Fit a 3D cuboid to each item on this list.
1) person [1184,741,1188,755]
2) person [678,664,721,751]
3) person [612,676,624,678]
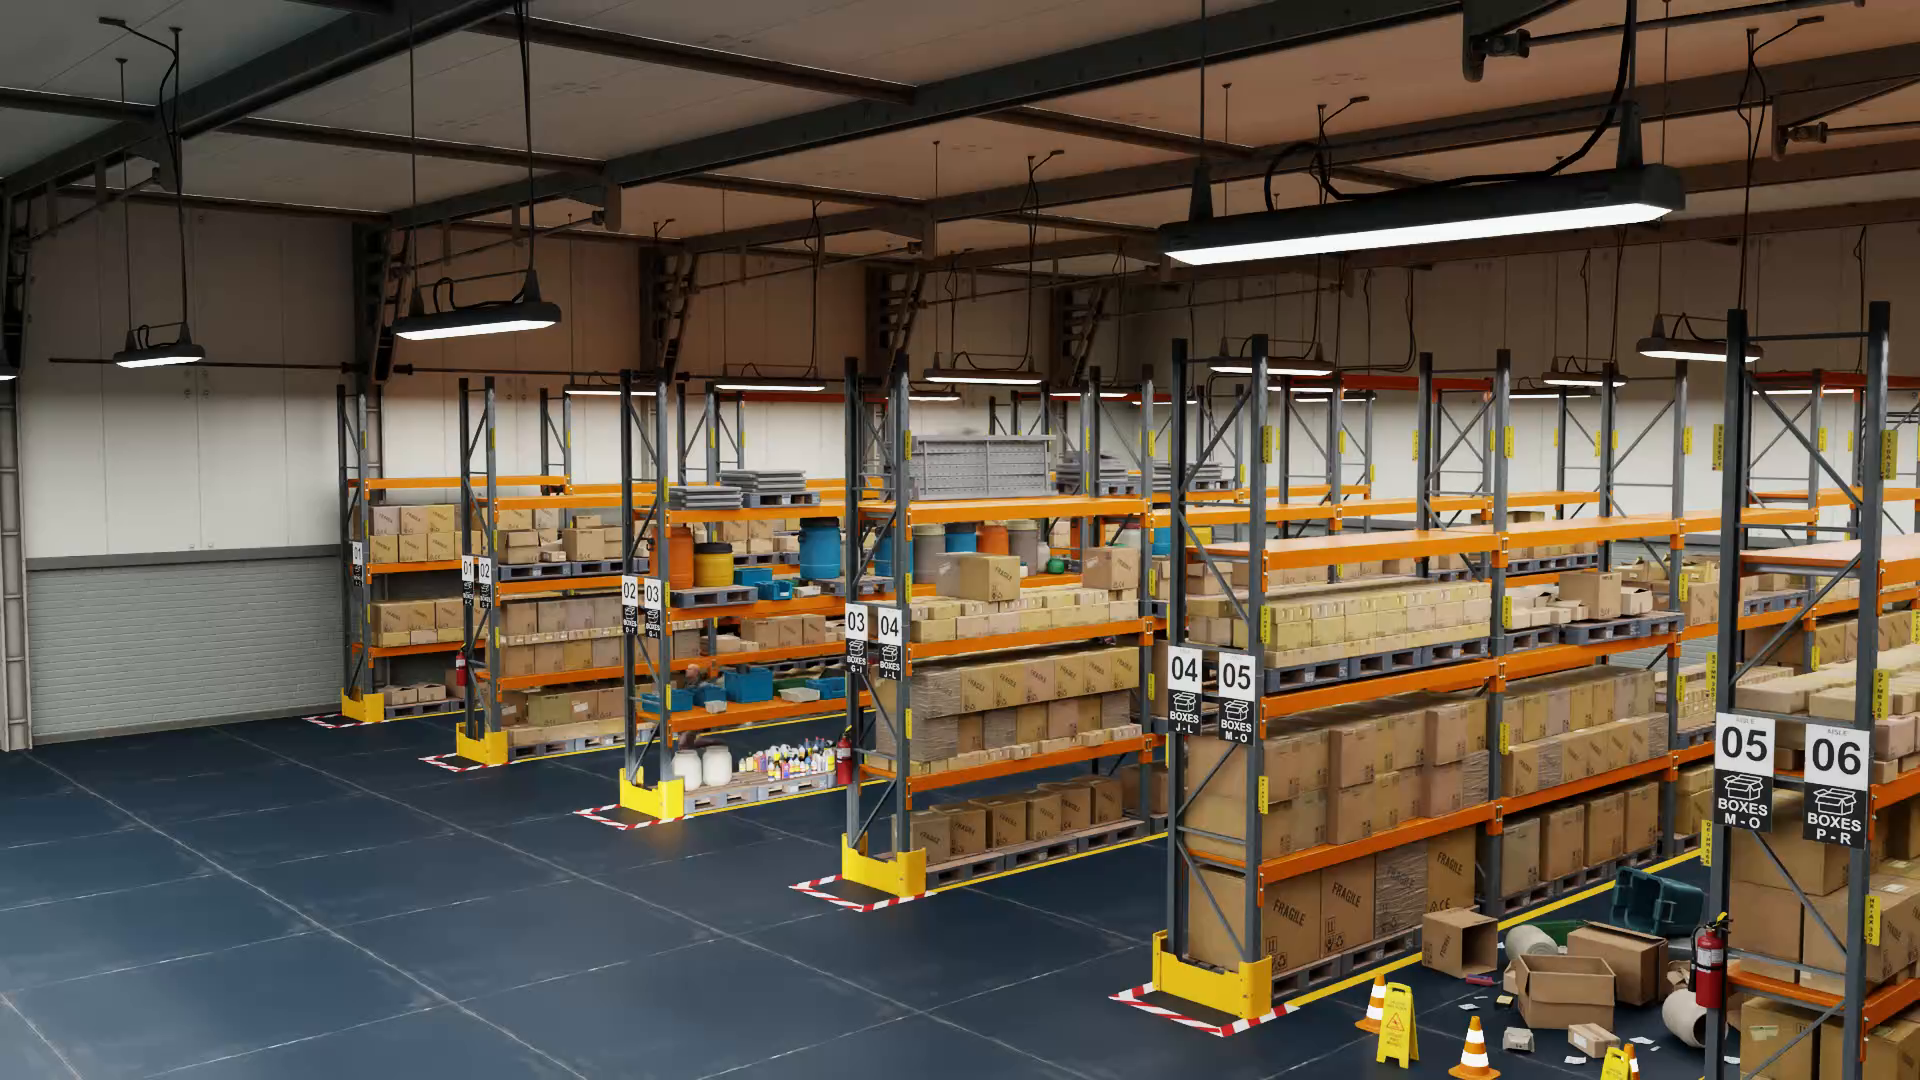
[{"bbox_3d":[3.566,2.617,26.722,0.526,1.648,0.684,3,5,37],"label":"person"},{"bbox_3d":[-3.985,2.704,24.969,1.006,1.711,0.642,-3,5,-41],"label":"person"},{"bbox_3d":[-6.067,2.404,29.662,0.538,1.579,0.893,3,5,42],"label":"person"}]
